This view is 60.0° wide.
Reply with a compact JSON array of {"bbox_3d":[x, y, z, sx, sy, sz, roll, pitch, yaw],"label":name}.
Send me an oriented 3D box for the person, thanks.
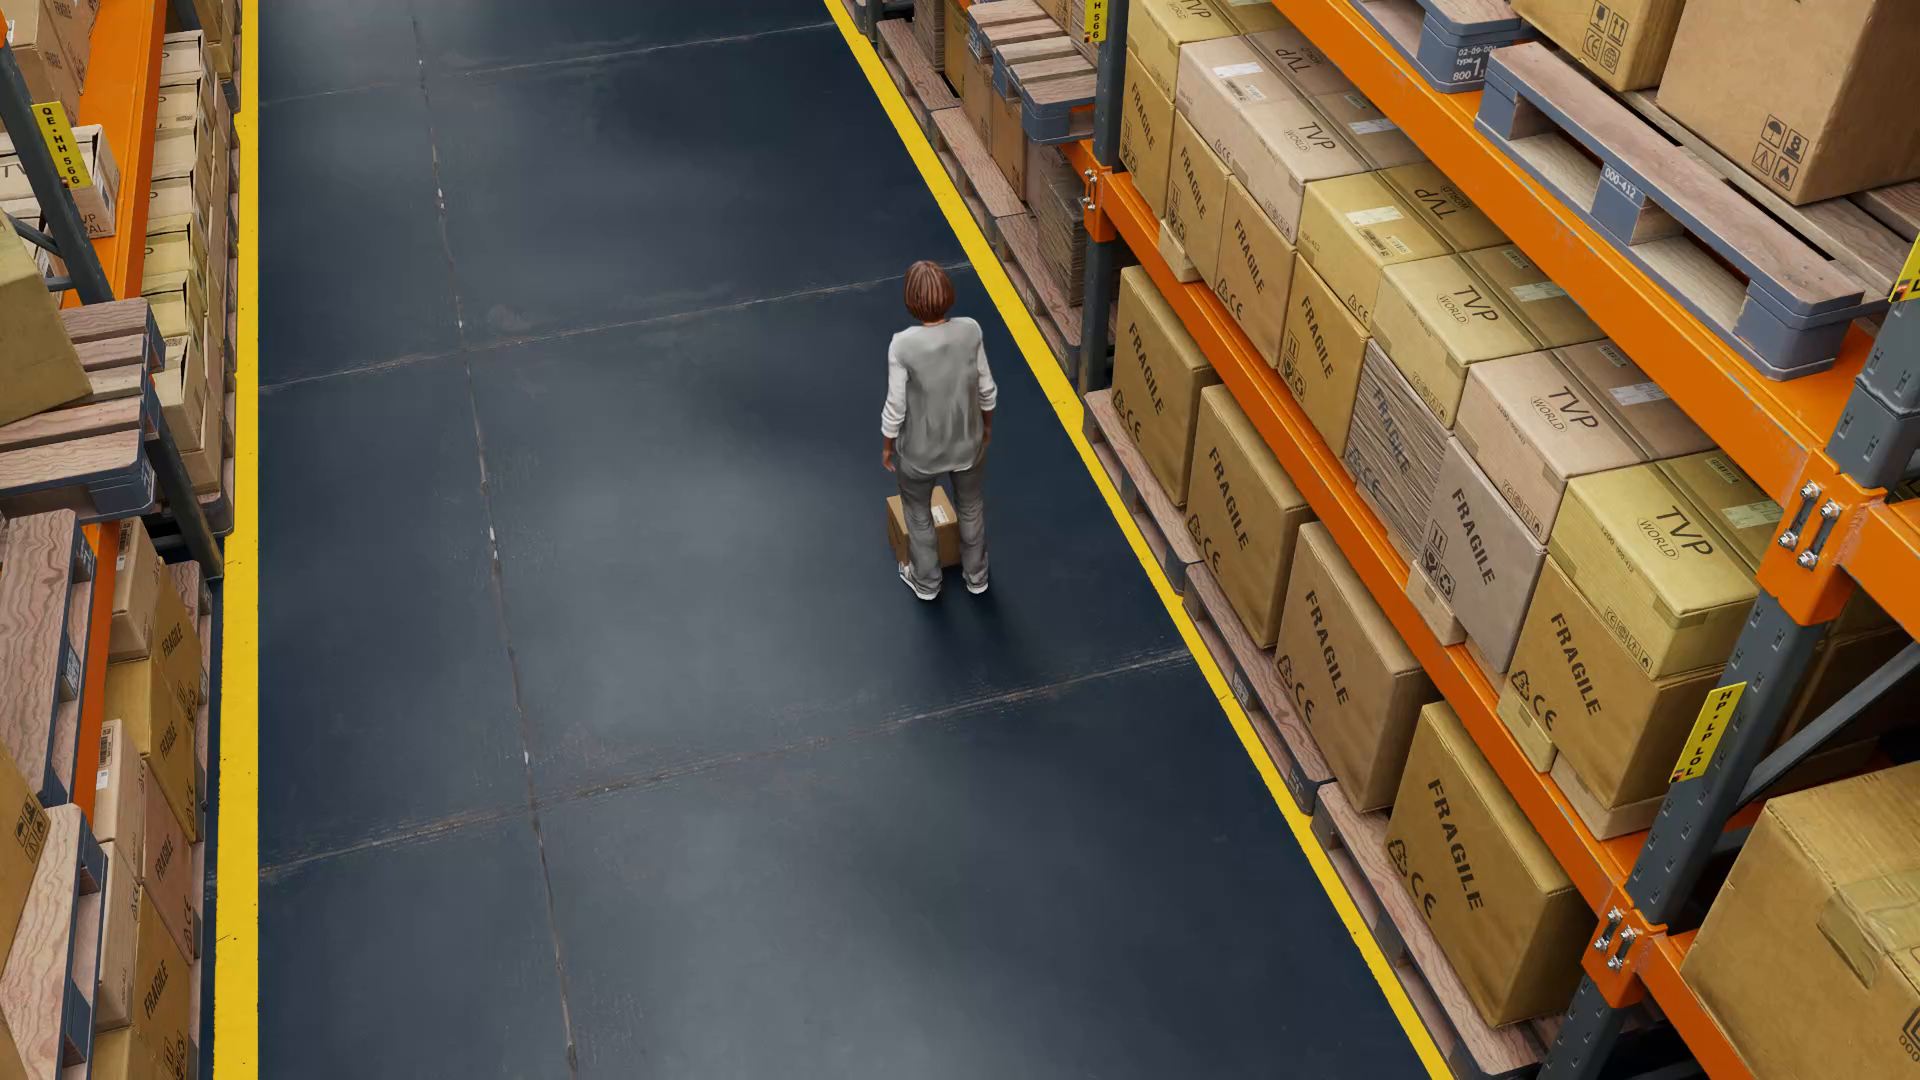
[{"bbox_3d":[-0.084,-0.383,6.591,0.471,1.581,0.366,-13,44,-13],"label":"person"}]
